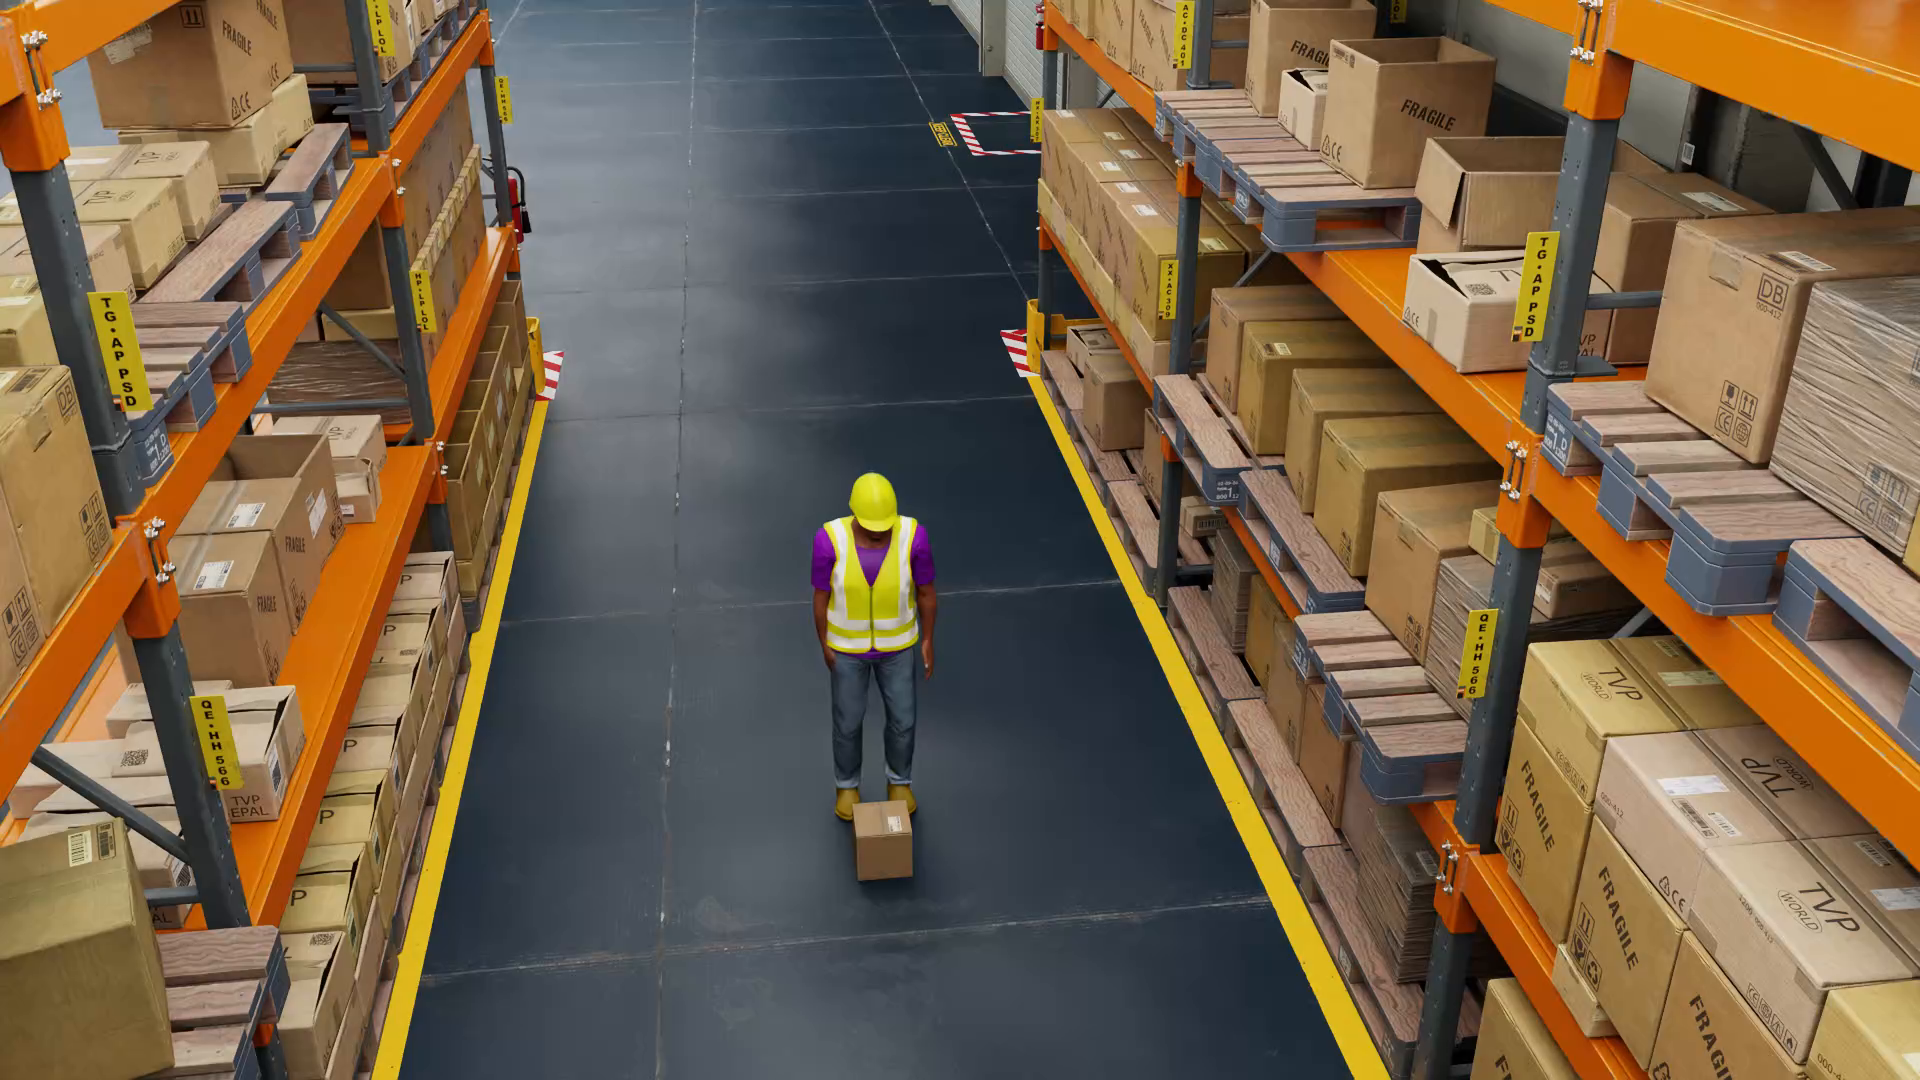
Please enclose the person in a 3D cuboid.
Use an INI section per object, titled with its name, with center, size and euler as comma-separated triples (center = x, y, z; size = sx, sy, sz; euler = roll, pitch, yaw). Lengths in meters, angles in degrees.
[person]
center = -0.387, 0.482, 7.661
size = 0.573, 1.752, 0.384
euler = -3, 27, -6
